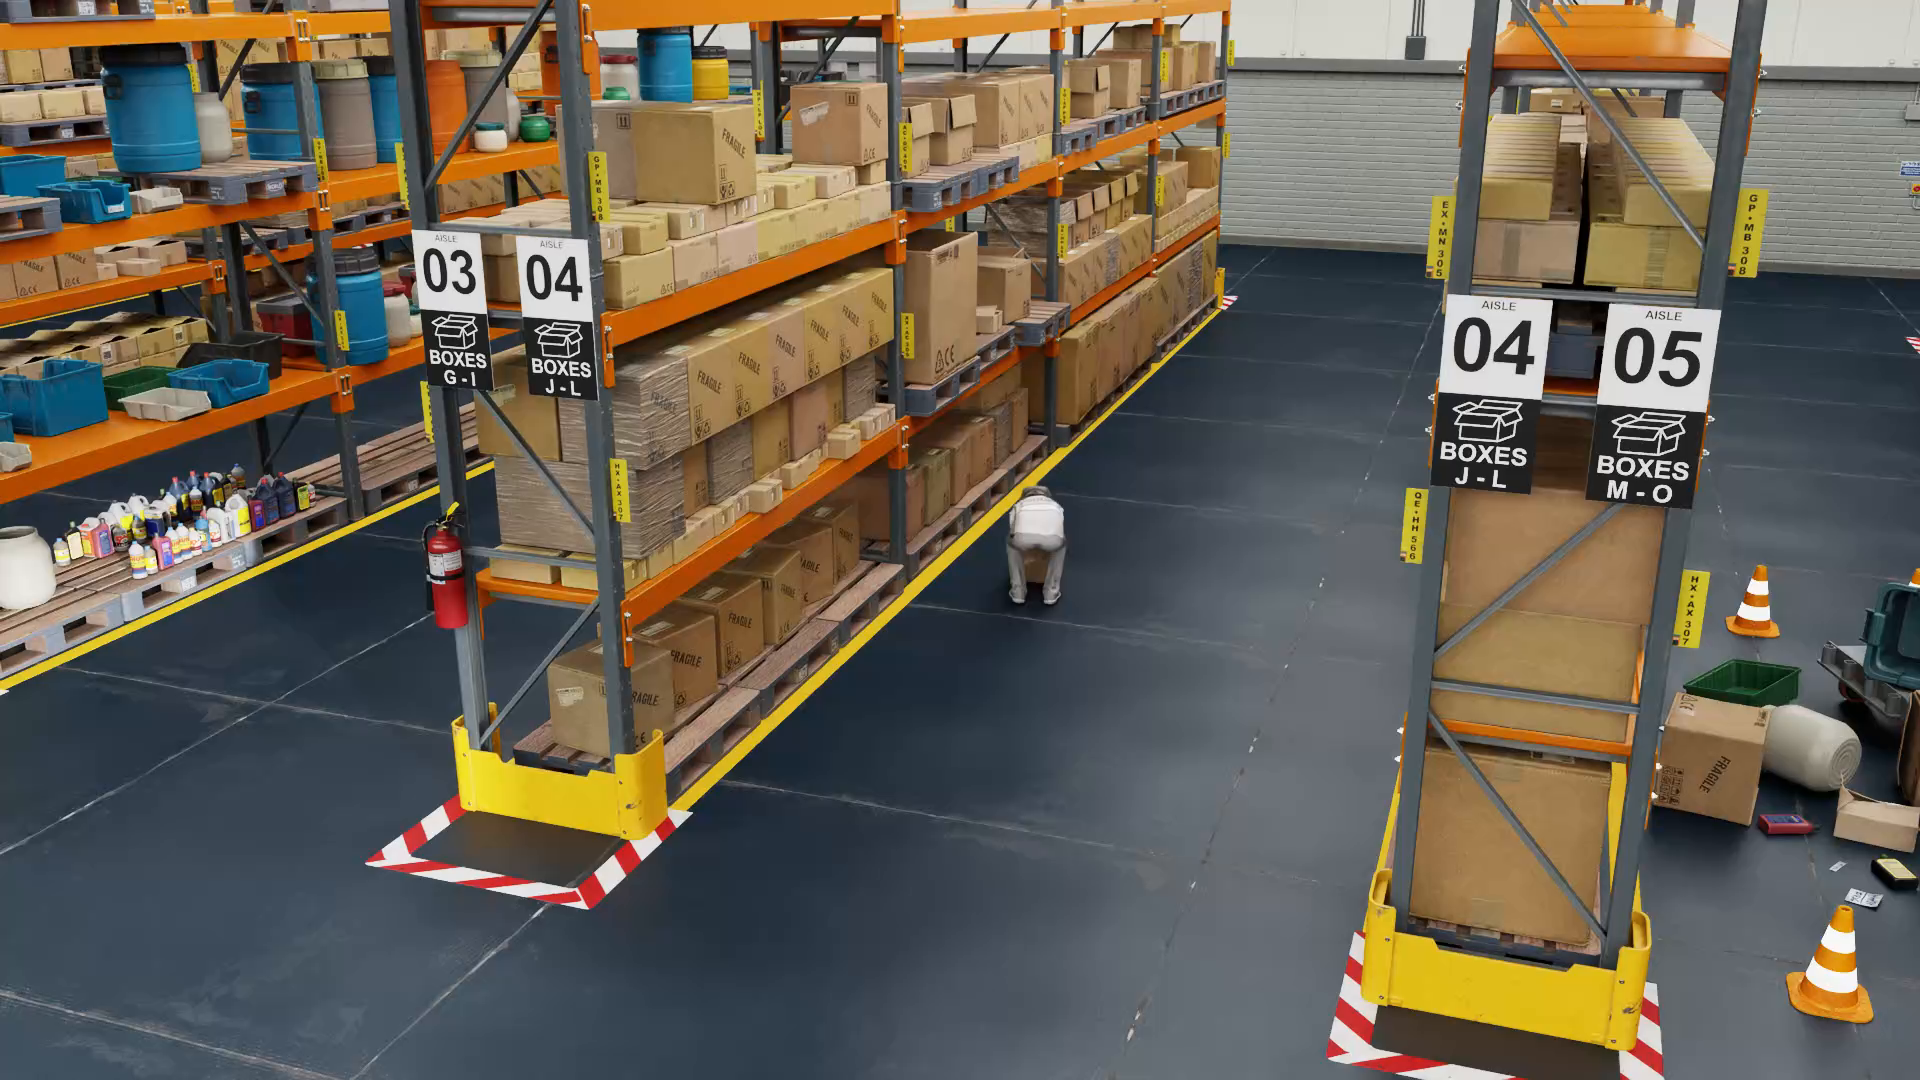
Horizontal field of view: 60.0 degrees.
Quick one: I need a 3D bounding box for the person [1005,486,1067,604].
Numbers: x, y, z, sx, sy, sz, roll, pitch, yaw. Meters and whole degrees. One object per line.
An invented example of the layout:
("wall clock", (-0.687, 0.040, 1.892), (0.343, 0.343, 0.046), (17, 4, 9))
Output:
("person", (0.567, 0.036, 12.391), (0.462, 0.771, 0.912), (1, 19, 4))
